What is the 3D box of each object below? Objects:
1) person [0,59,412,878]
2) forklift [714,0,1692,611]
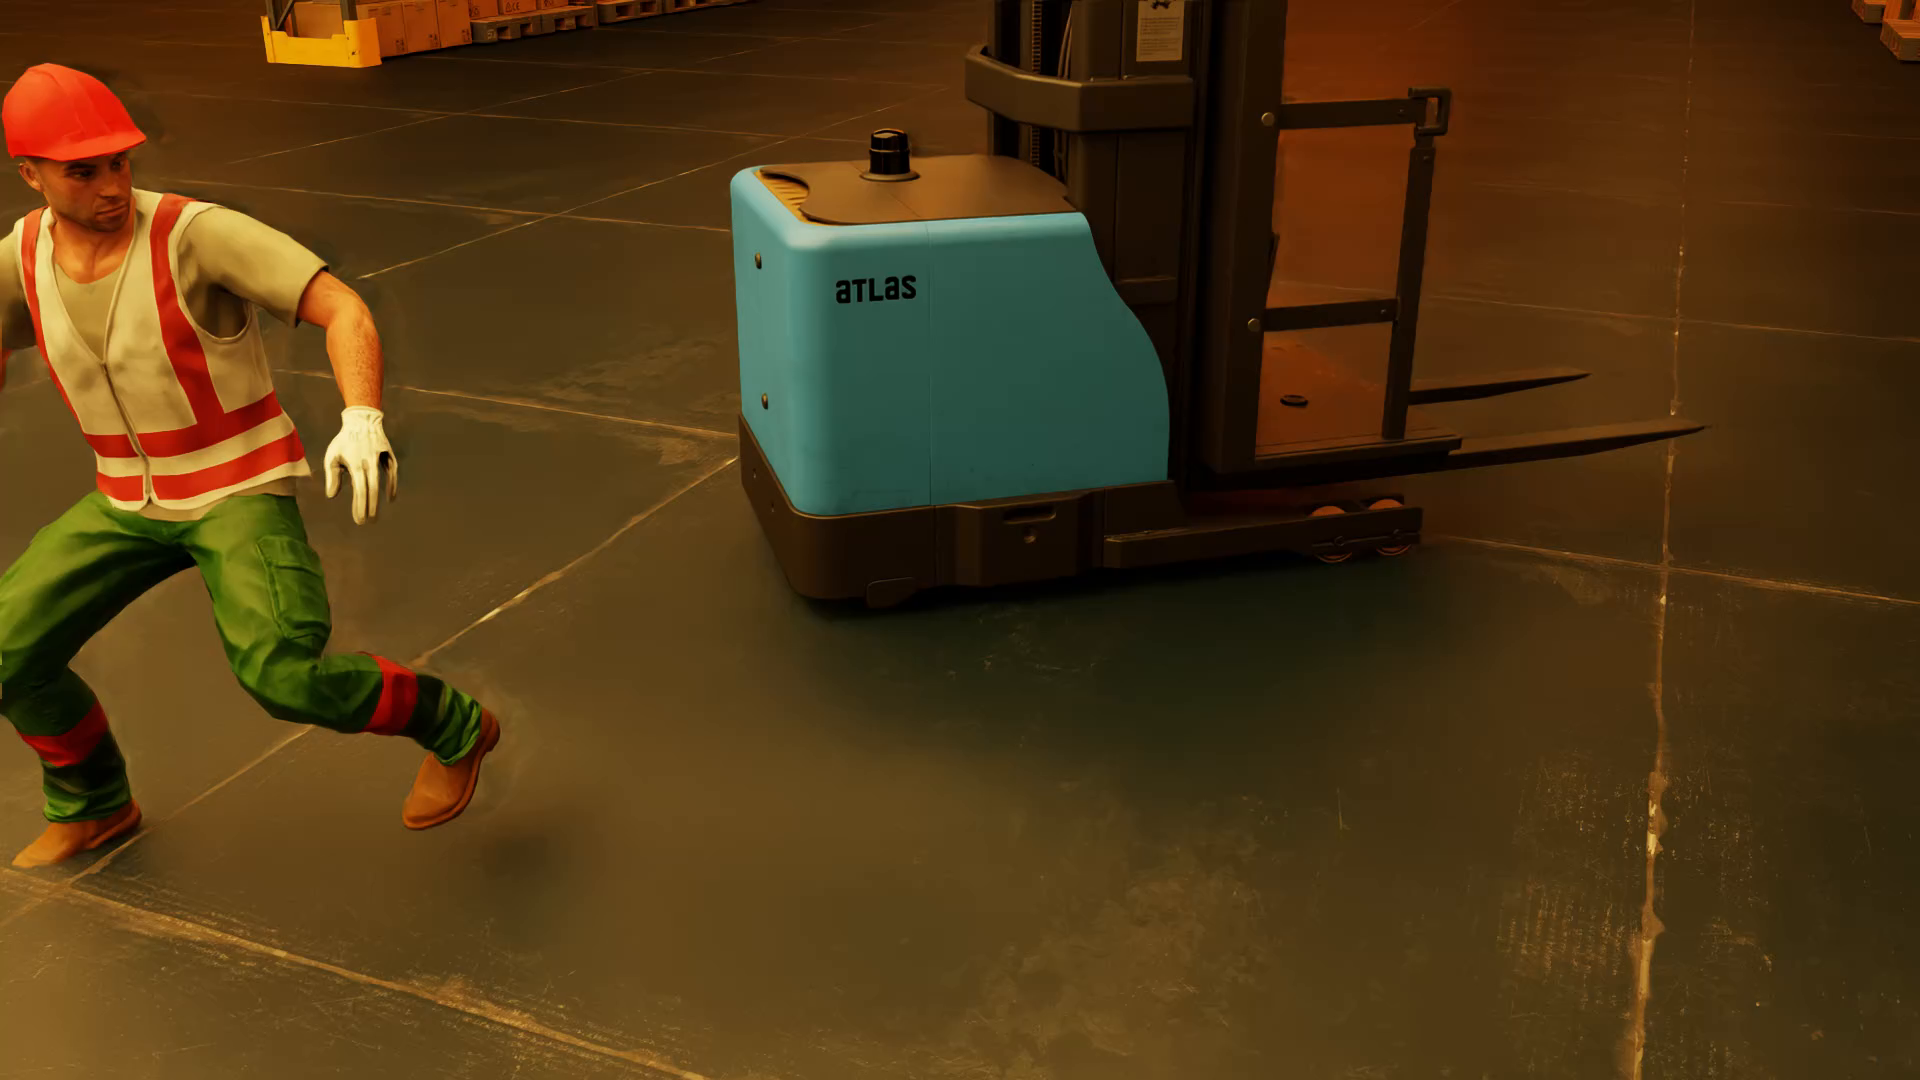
[{"bbox_3d":[-1.665,-0.080,3.216,1.101,1.654,0.511,7,24,16],"label":"person"},{"bbox_3d":[0.826,-1.467,4.802,3.031,2.935,1.130,-6,24,-15],"label":"forklift"}]
